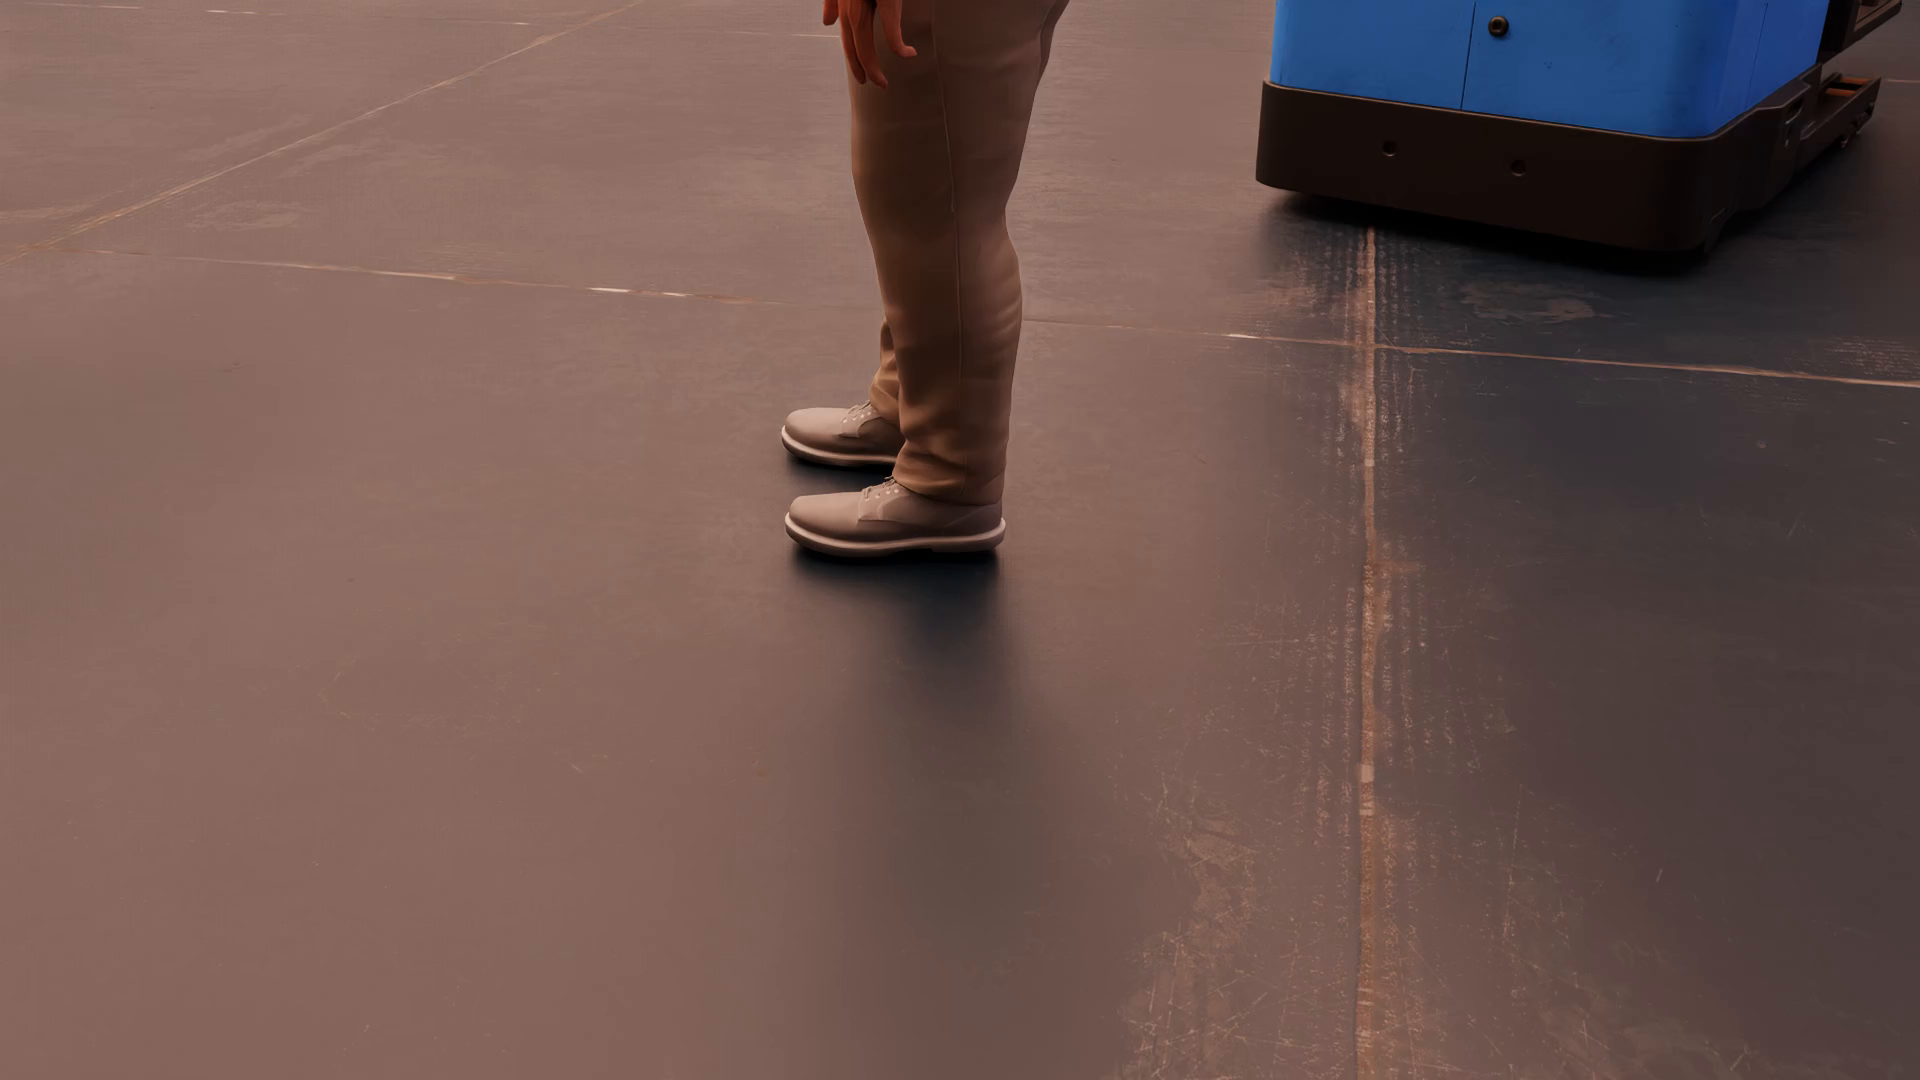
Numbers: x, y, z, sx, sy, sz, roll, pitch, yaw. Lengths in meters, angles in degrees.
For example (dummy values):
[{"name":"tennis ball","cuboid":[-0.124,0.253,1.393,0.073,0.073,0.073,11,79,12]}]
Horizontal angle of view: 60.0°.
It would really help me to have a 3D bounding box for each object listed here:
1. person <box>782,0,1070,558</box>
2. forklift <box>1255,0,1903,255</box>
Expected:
[{"name":"person","cuboid":[-0.085,-0.792,2.136,0.551,1.727,0.640,6,27,11]},{"name":"forklift","cuboid":[2.011,-2.529,4.259,1.130,2.935,3.031,18,32,32]}]
